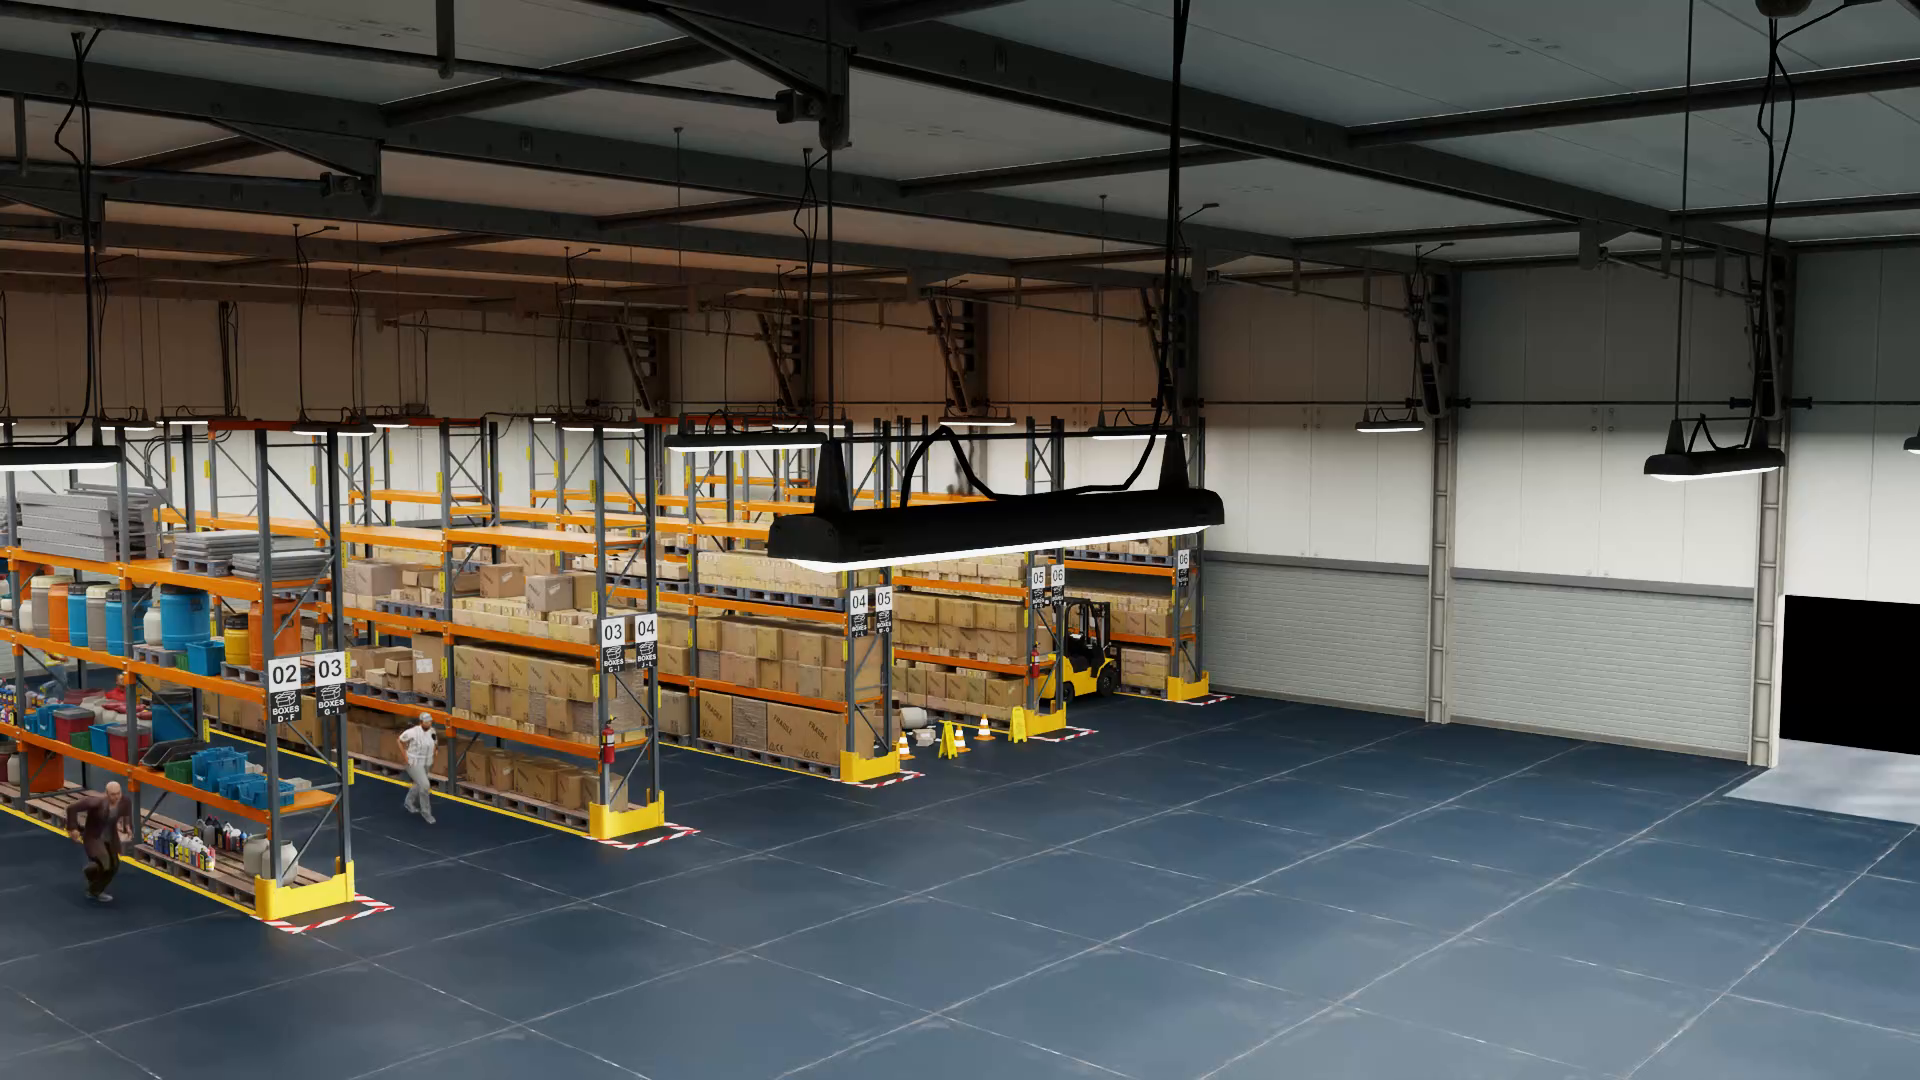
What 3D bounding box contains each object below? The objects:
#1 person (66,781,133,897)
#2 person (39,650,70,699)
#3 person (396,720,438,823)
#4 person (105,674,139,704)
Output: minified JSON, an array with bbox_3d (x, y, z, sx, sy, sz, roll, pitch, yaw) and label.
[{"bbox_3d":[-10.782,3.776,20.894,0.846,1.542,0.737,3,6,33],"label":"person"},{"bbox_3d":[-18.921,2.597,34.718,0.588,1.720,0.703,-3,6,-32],"label":"person"},{"bbox_3d":[-8.232,3.436,25.241,0.844,1.667,0.619,3,6,34],"label":"person"},{"bbox_3d":[-14.325,3.090,28.486,0.536,1.596,0.665,3,6,35],"label":"person"}]
